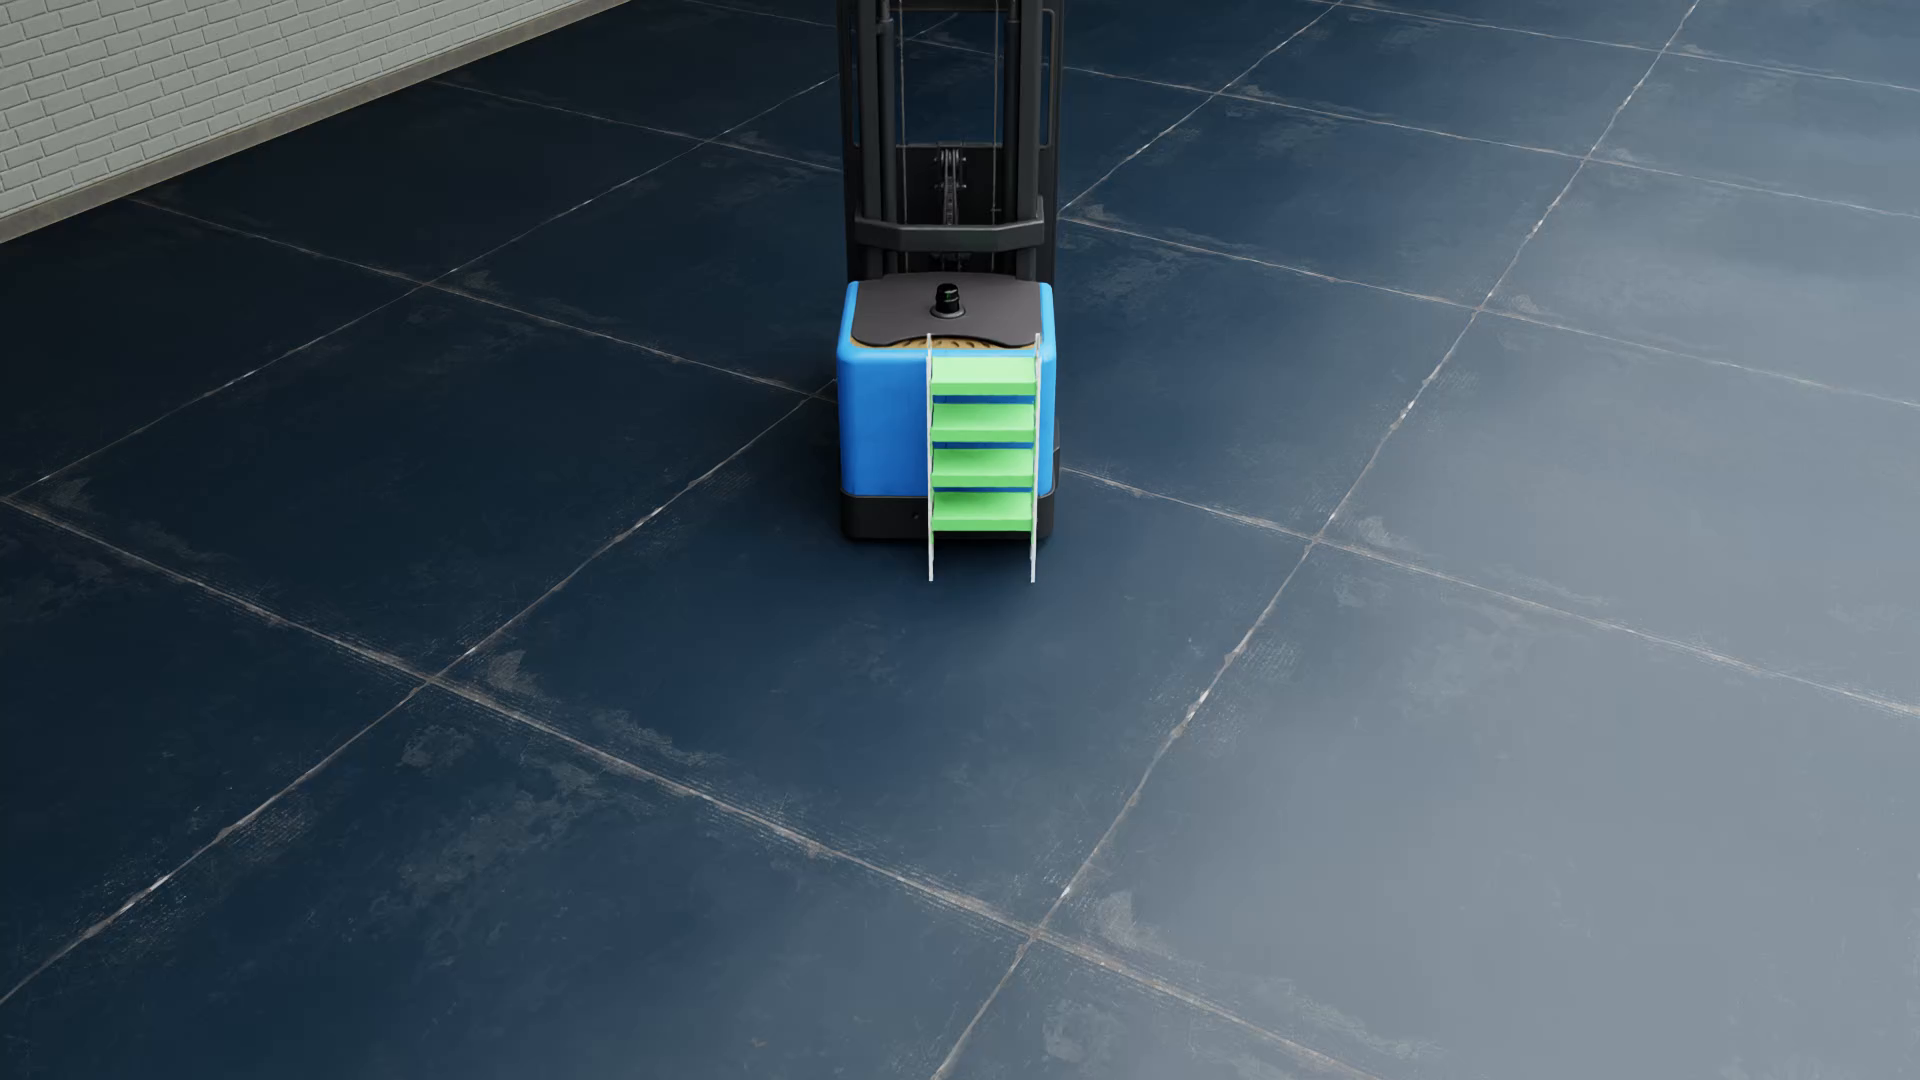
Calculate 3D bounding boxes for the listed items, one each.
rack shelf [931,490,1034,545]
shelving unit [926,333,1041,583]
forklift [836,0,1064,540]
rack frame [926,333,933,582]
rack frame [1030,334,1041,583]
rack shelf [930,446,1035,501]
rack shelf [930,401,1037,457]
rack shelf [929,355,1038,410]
[{"bbox_3d":[0.105,-0.109,7.880,0.480,0.148,0.258,0,34,0],"label":"rack shelf"},{"bbox_3d":[0.105,-0.363,7.712,0.503,1.200,0.258,0,34,0],"label":"shelving unit"},{"bbox_3d":[-0.041,-2.004,8.615,1.130,2.935,3.031,1,34,1],"label":"forklift"},{"bbox_3d":[-0.139,-0.363,7.713,0.015,1.200,0.240,0,34,0],"label":"rack frame"},{"bbox_3d":[0.349,-0.362,7.710,0.015,1.200,0.240,0,34,0],"label":"rack frame"},{"bbox_3d":[0.105,-0.309,7.747,0.480,0.148,0.258,0,34,0],"label":"rack shelf"},{"bbox_3d":[0.105,-0.509,7.614,0.480,0.148,0.258,0,34,0],"label":"rack shelf"},{"bbox_3d":[0.105,-0.709,7.481,0.480,0.148,0.258,0,34,0],"label":"rack shelf"}]
